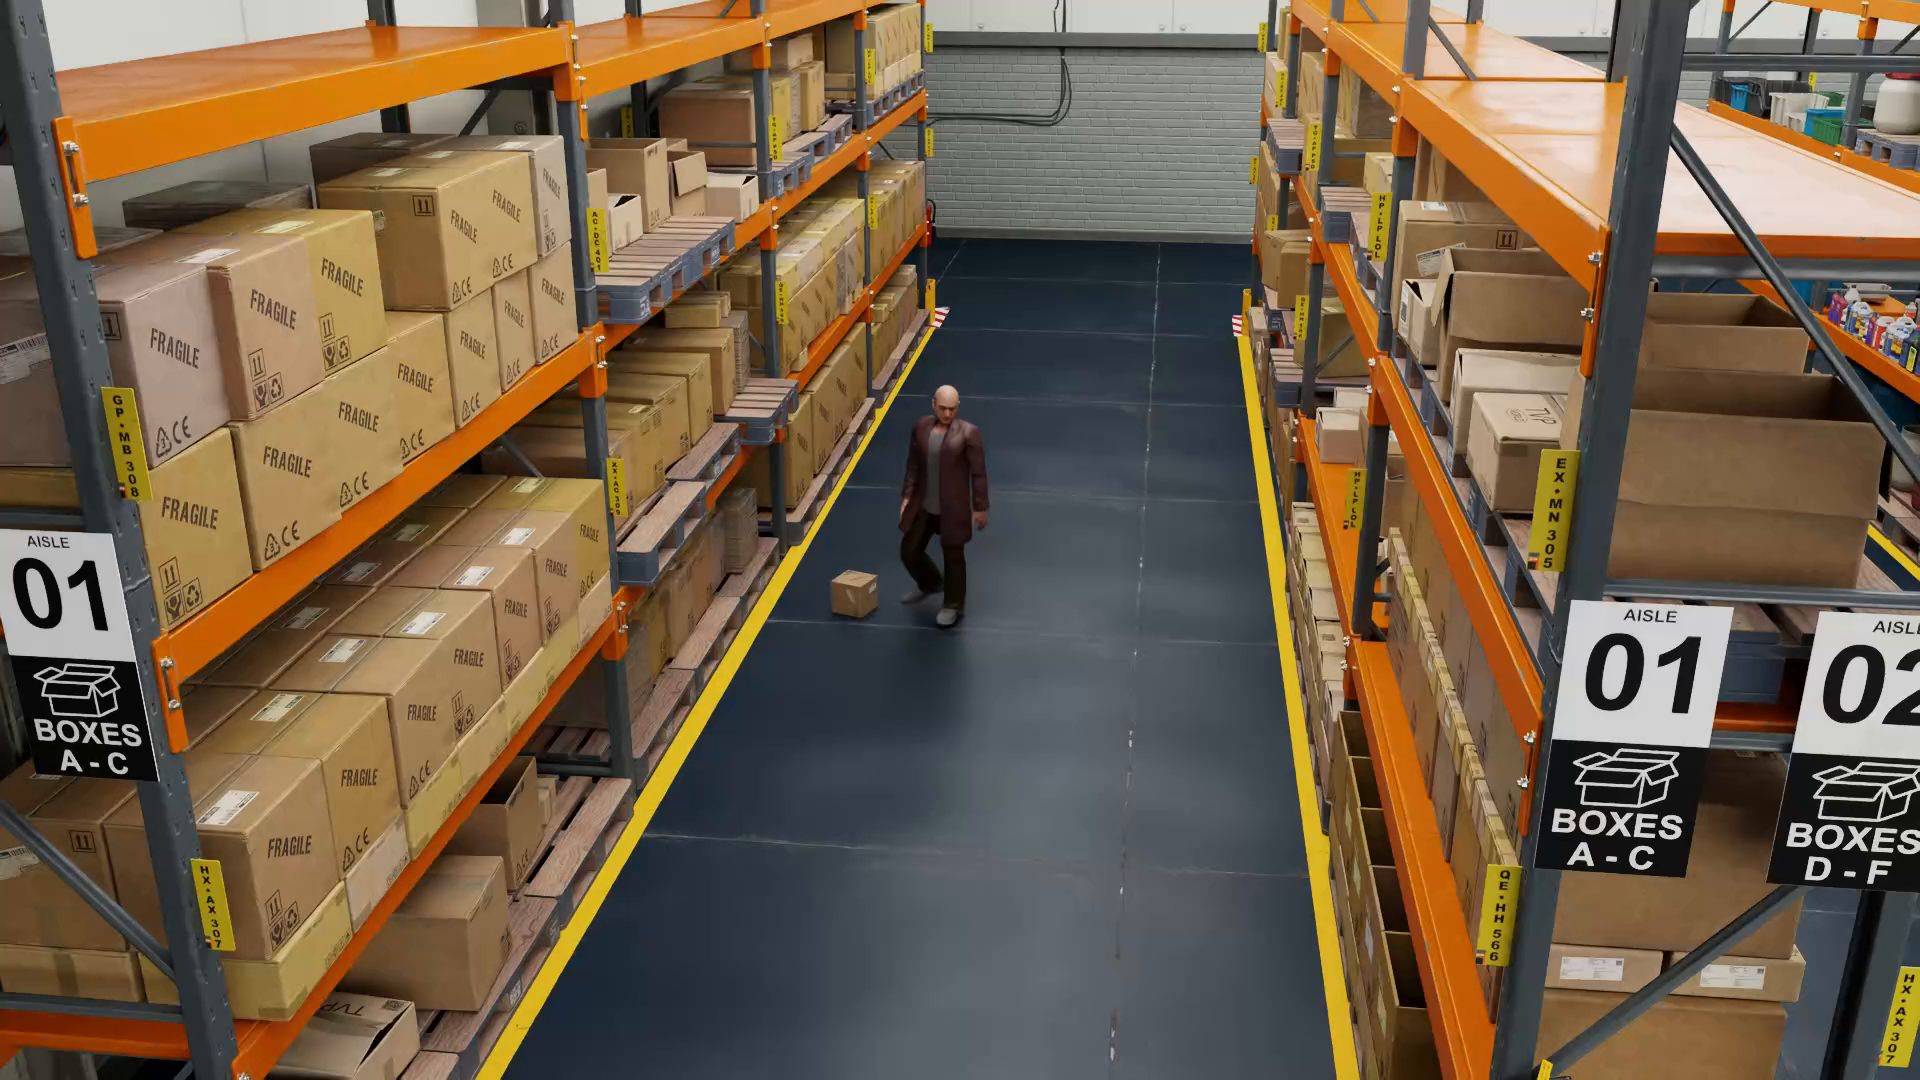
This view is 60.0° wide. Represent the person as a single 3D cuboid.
[{"bbox_3d":[-0.137,-0.249,11.699,0.729,1.770,0.523,10,23,25],"label":"person"}]
